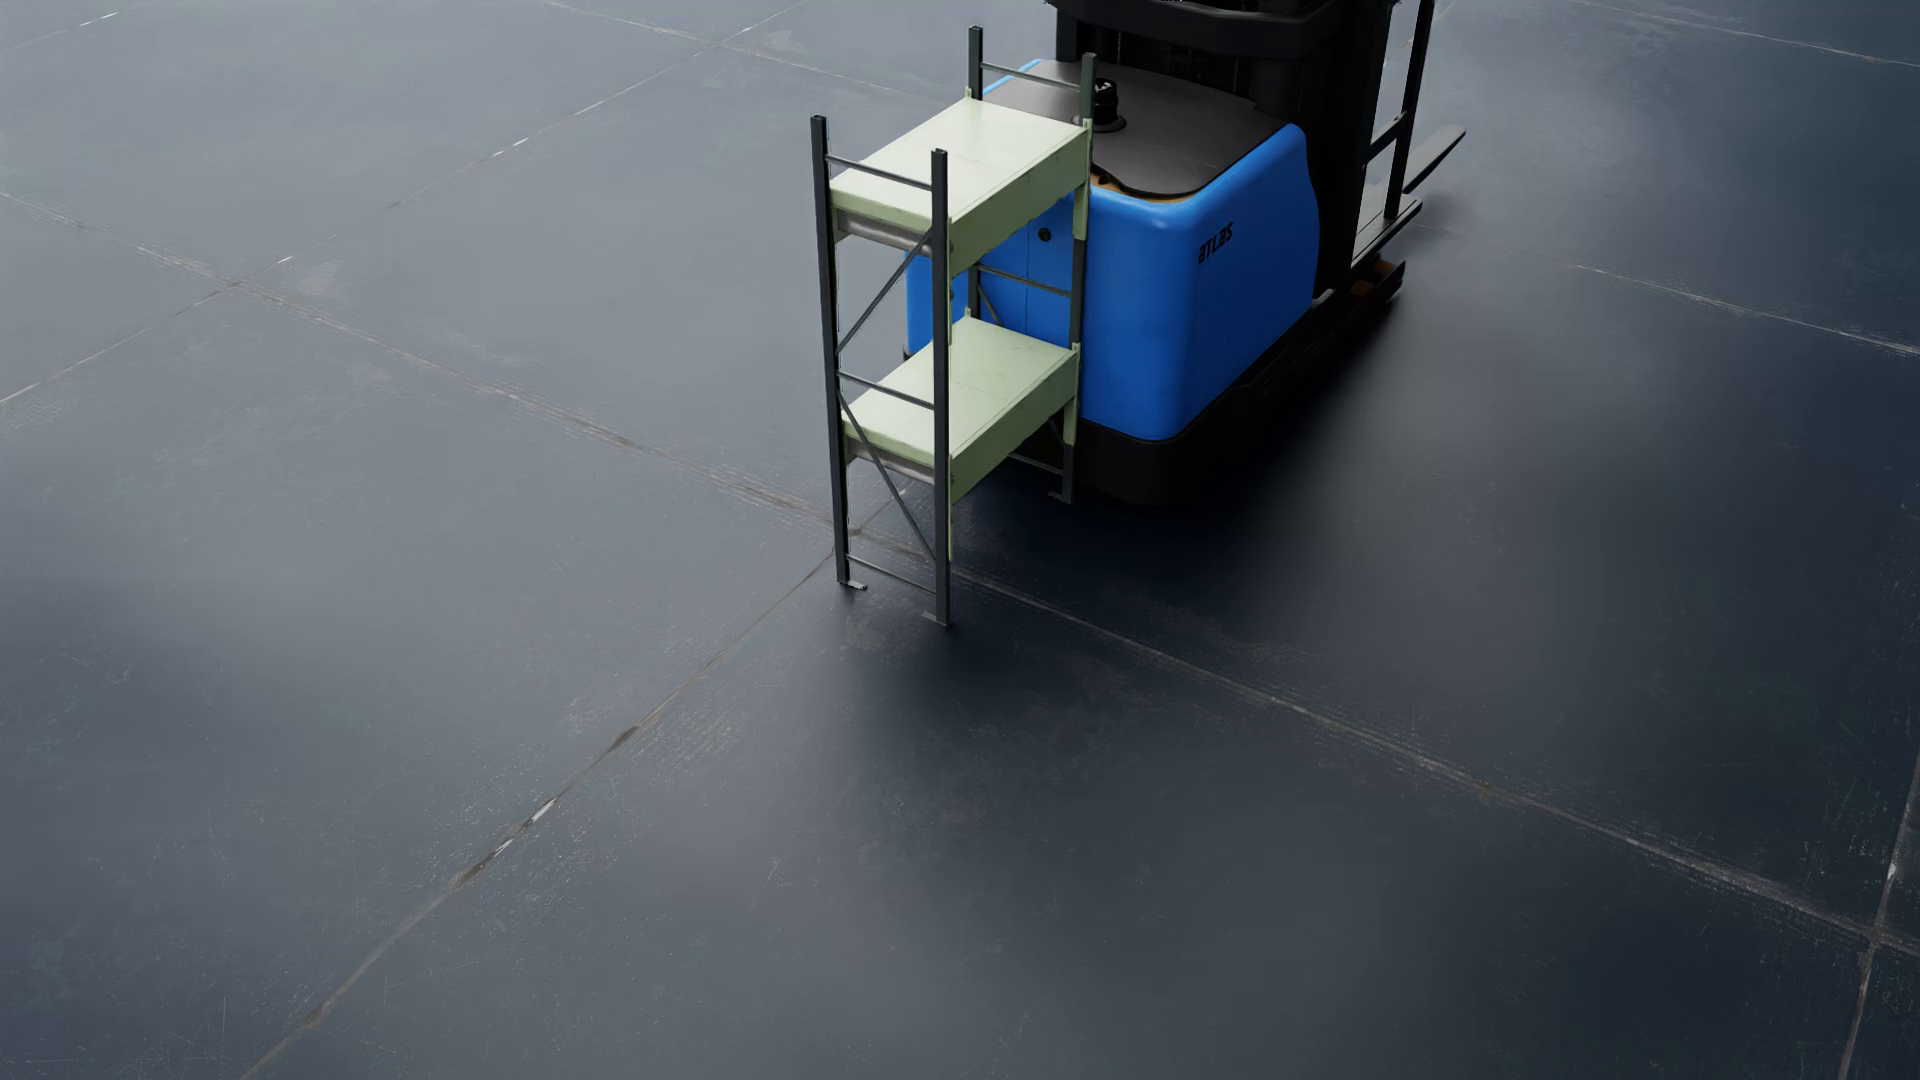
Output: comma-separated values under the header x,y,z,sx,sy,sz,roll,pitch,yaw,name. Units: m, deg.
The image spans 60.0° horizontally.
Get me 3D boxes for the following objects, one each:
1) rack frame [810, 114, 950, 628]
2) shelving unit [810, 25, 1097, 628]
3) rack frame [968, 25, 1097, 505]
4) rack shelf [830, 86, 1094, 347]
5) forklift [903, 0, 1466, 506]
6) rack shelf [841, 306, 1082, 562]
x,y,z,sx,sy,sz,roll,pitch,yaw,name
-0.203,-0.406,4.549,0.400,1.500,0.023,22,43,26,rack frame
-0.003,-0.593,4.791,0.431,1.500,0.755,22,43,26,shelving unit
0.198,-0.780,5.034,0.400,1.500,0.023,22,43,26,rack frame
-0.003,-0.902,4.553,0.431,0.370,0.720,22,43,26,rack shelf
1.058,-2.128,5.610,1.130,2.935,3.031,23,43,27,forklift
-0.003,-0.335,4.990,0.431,0.370,0.720,22,43,26,rack shelf
